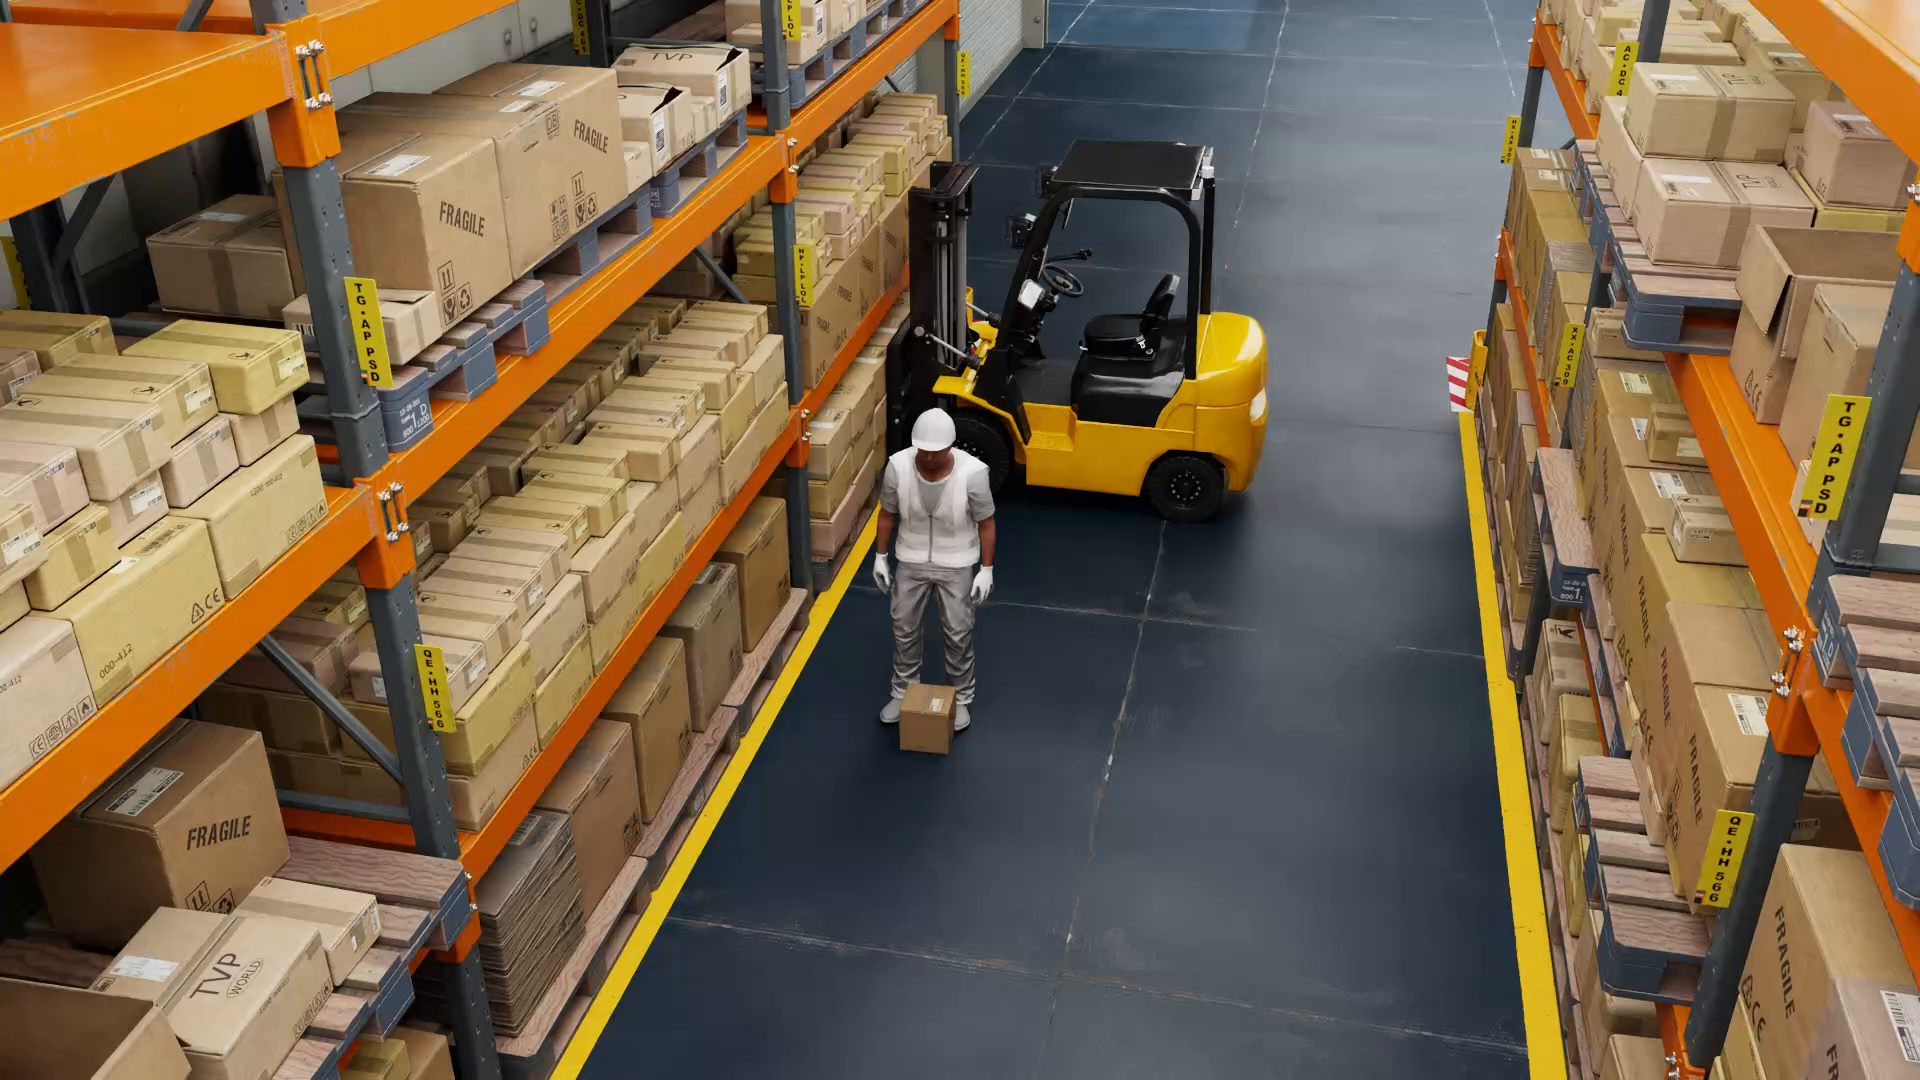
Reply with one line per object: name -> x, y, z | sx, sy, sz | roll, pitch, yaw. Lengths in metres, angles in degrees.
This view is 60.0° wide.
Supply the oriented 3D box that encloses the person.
person -> -0.131, 0.135, 8.363 | 0.619, 1.774, 0.446 | 6, 29, 11
